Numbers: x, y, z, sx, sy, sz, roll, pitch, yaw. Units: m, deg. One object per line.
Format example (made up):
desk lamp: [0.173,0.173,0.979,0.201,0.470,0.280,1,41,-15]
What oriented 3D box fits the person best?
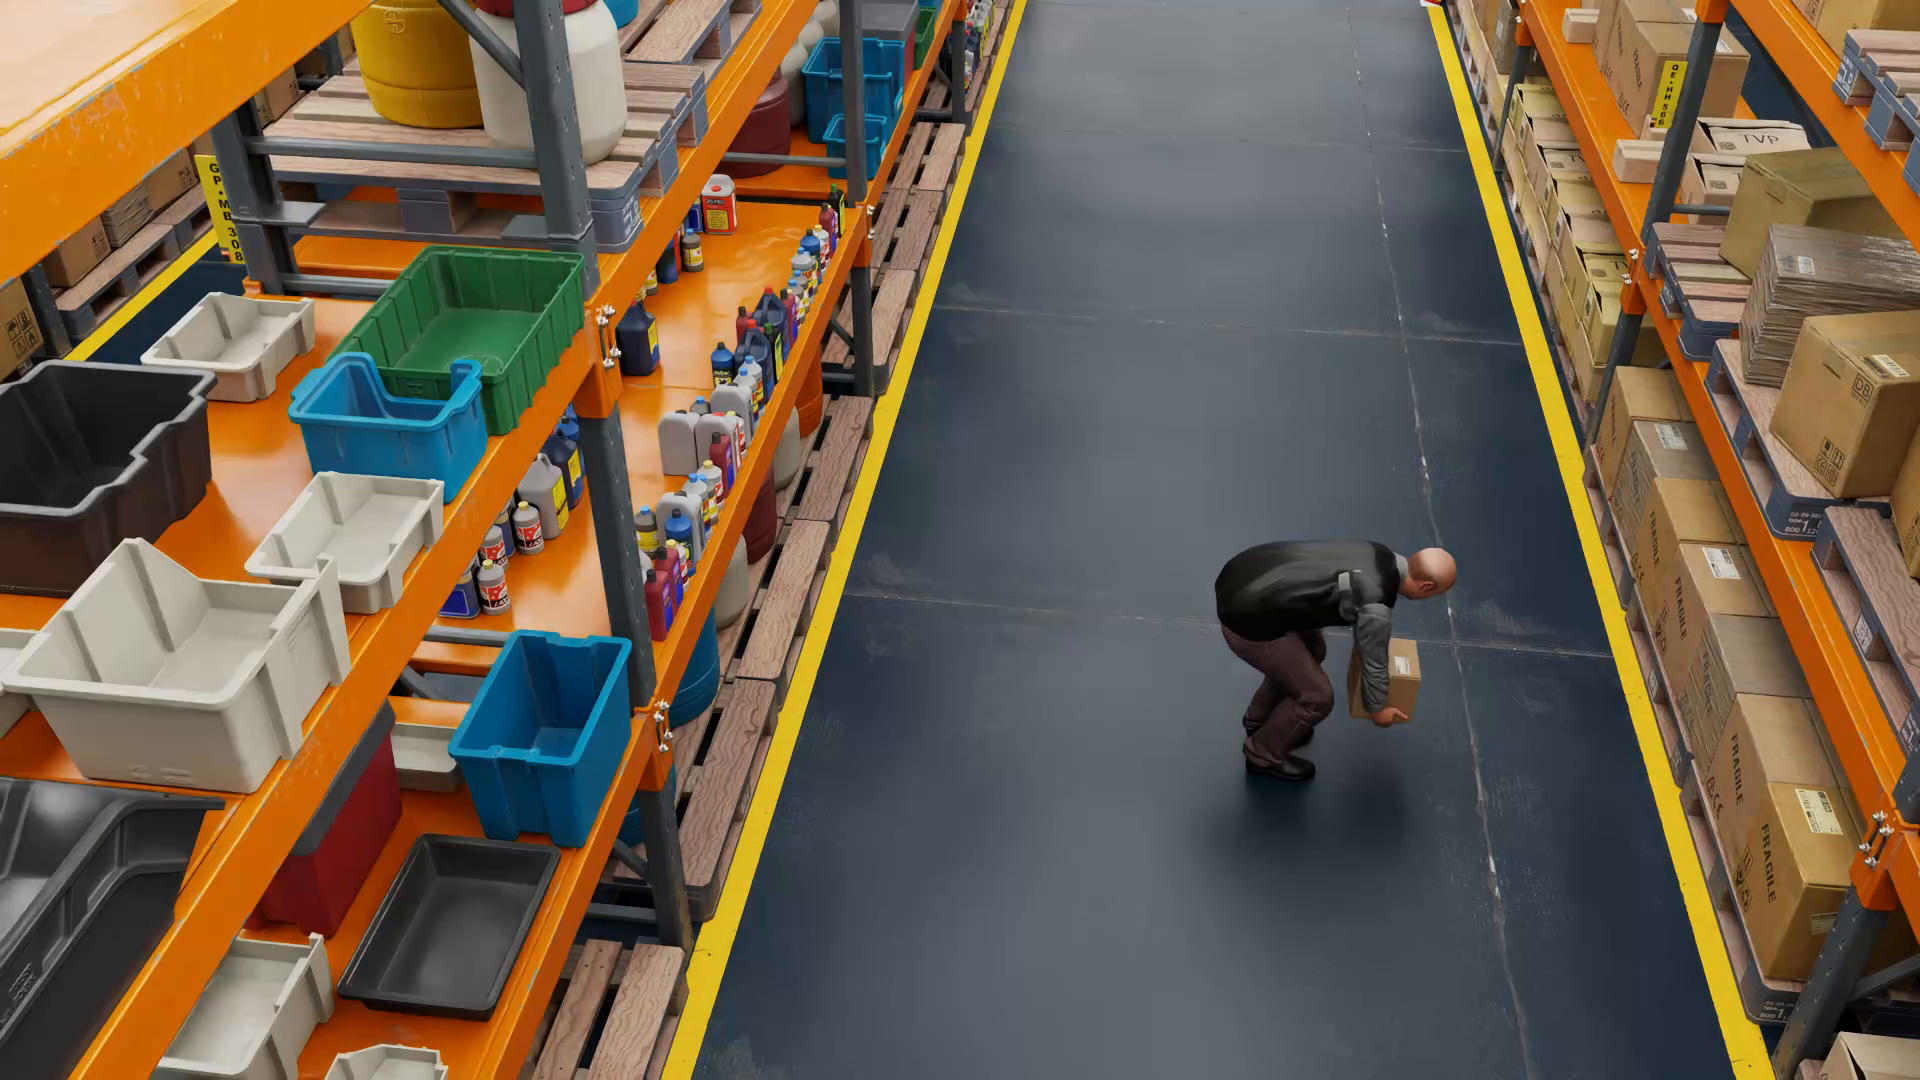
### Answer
person: [1.515,0.479,6.923,0.945,1.109,0.480,3,36,4]
